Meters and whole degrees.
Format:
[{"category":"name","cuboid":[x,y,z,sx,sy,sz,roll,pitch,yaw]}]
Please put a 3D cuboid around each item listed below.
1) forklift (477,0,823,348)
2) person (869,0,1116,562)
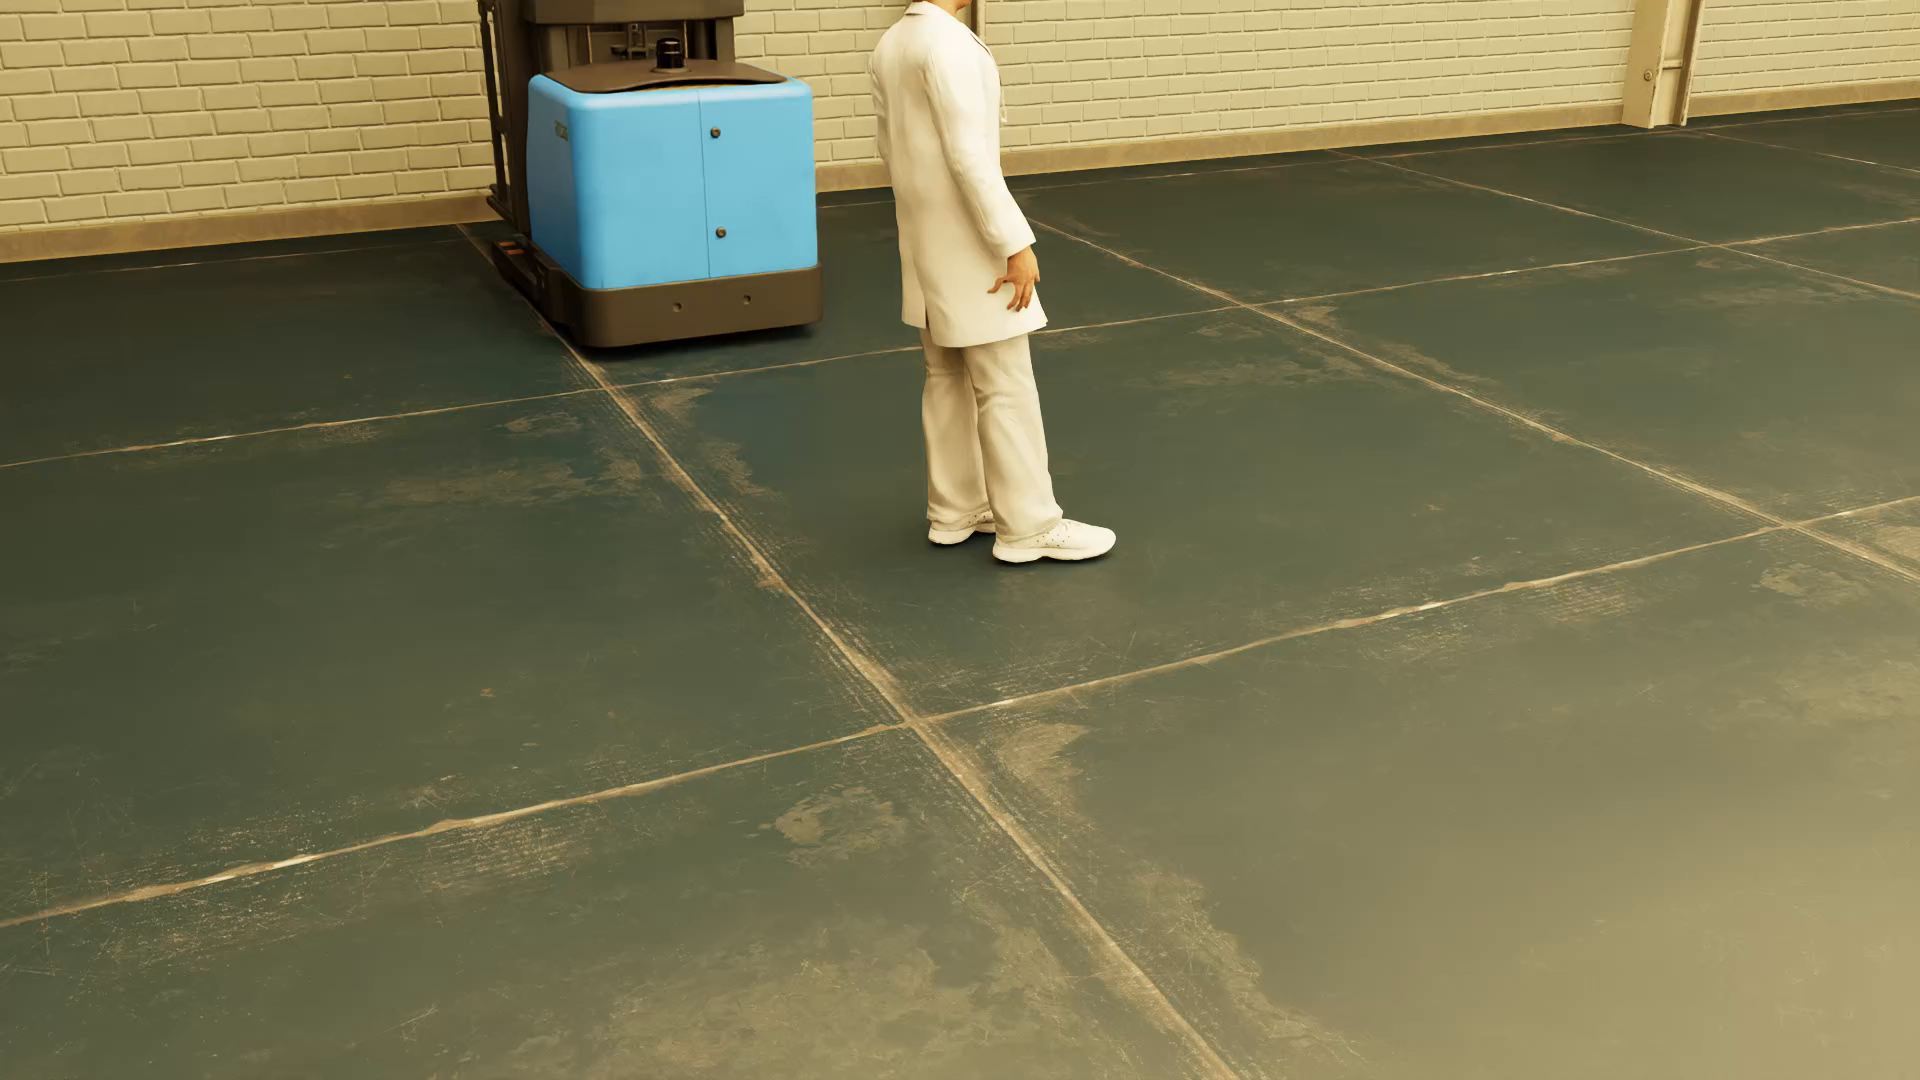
[{"category":"forklift","cuboid":[-1.682,-2.673,7.720,1.130,2.935,3.031,-10,25,-23]},{"category":"person","cuboid":[0.085,-0.841,4.796,0.578,1.777,0.696,-10,25,-23]}]
